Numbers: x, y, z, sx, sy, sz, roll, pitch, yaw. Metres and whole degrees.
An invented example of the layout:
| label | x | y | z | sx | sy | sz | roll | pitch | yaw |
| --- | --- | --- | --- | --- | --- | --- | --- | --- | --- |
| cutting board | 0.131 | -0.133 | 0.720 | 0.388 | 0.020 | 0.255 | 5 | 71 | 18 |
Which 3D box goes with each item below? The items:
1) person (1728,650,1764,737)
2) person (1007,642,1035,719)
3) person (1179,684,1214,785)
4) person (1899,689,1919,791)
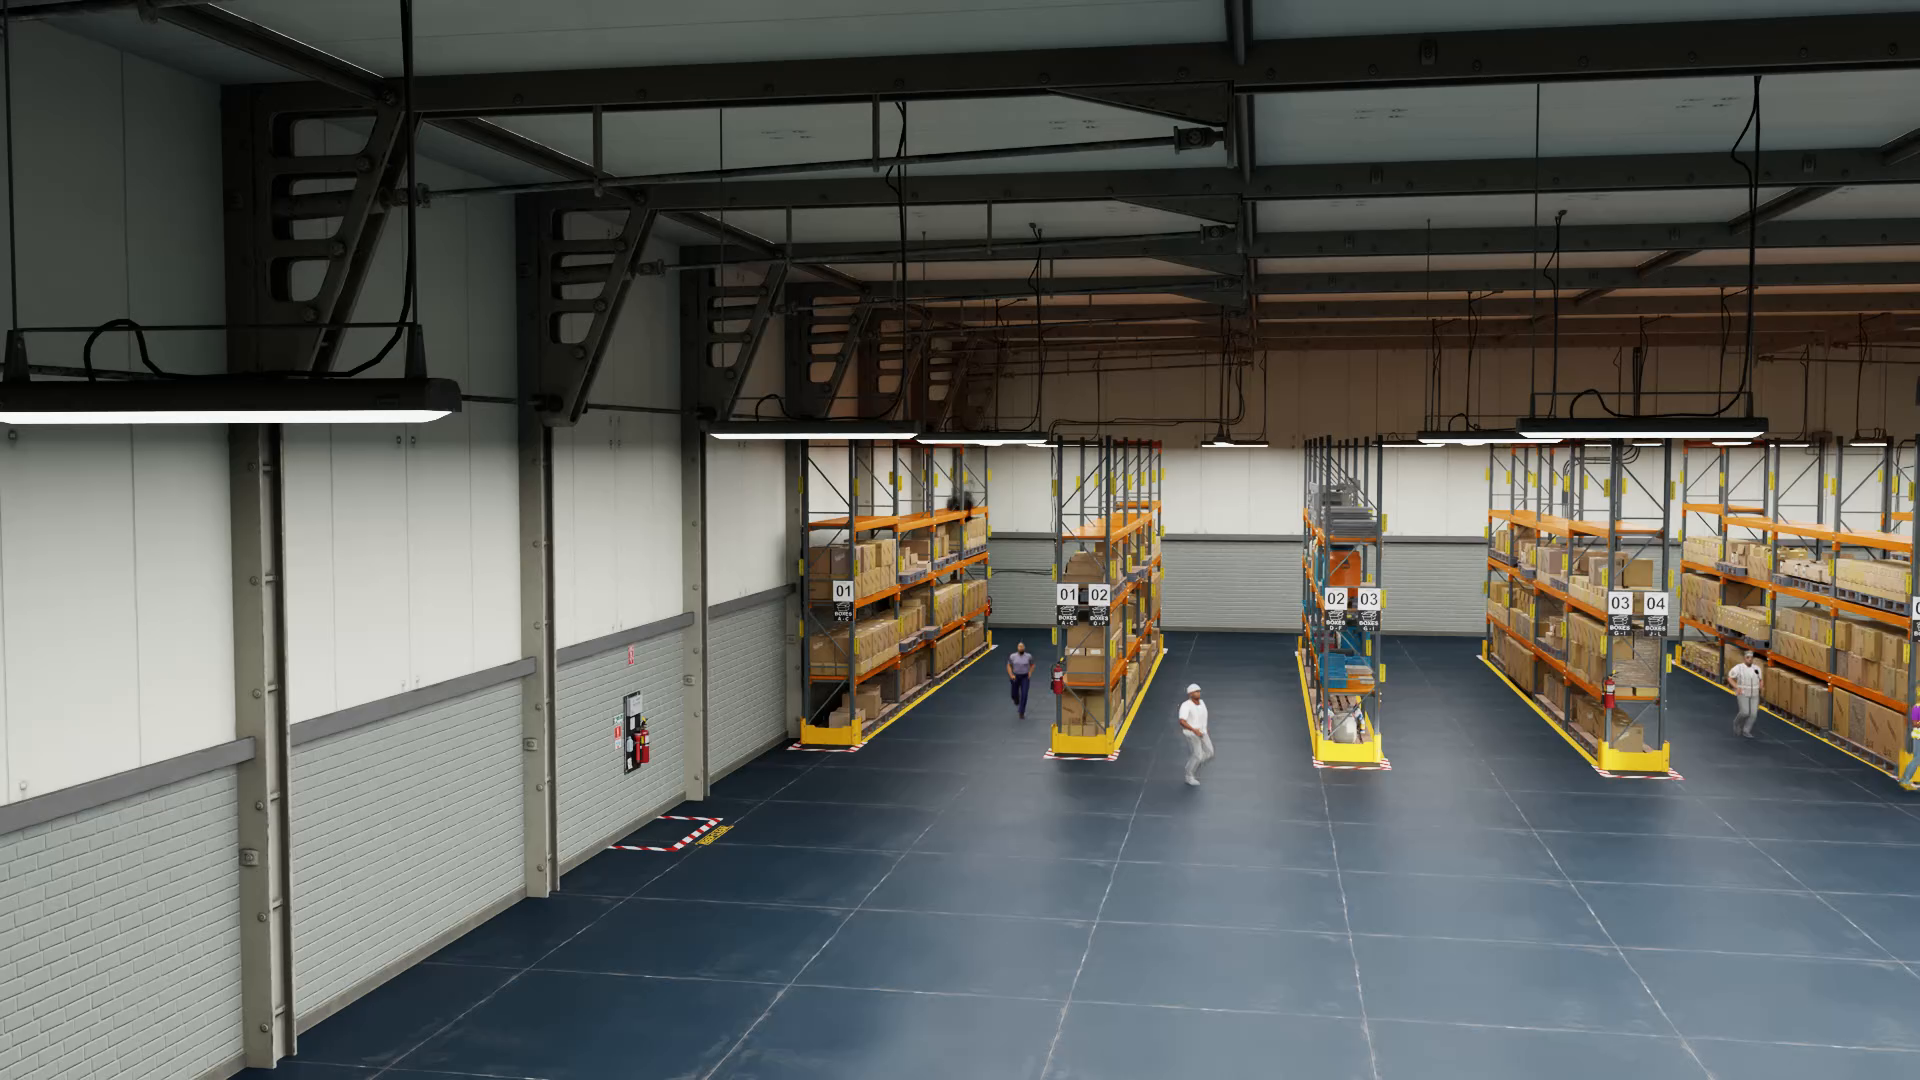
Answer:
| label | x | y | z | sx | sy | sz | roll | pitch | yaw |
| --- | --- | --- | --- | --- | --- | --- | --- | --- | --- |
| person | 15.671 | 3.060 | 33.052 | 0.656 | 1.734 | 0.610 | 0 | 3 | 2 |
| person | 1.316 | 3.012 | 35.832 | 0.605 | 1.612 | 0.814 | 0 | 3 | 6 |
| person | 4.066 | 3.321 | 28.452 | 0.709 | 1.723 | 0.513 | -3 | 4 | -44 |
| person | 16.025 | 3.340 | 27.615 | 0.694 | 1.821 | 0.702 | -2 | 4 | -30 |
